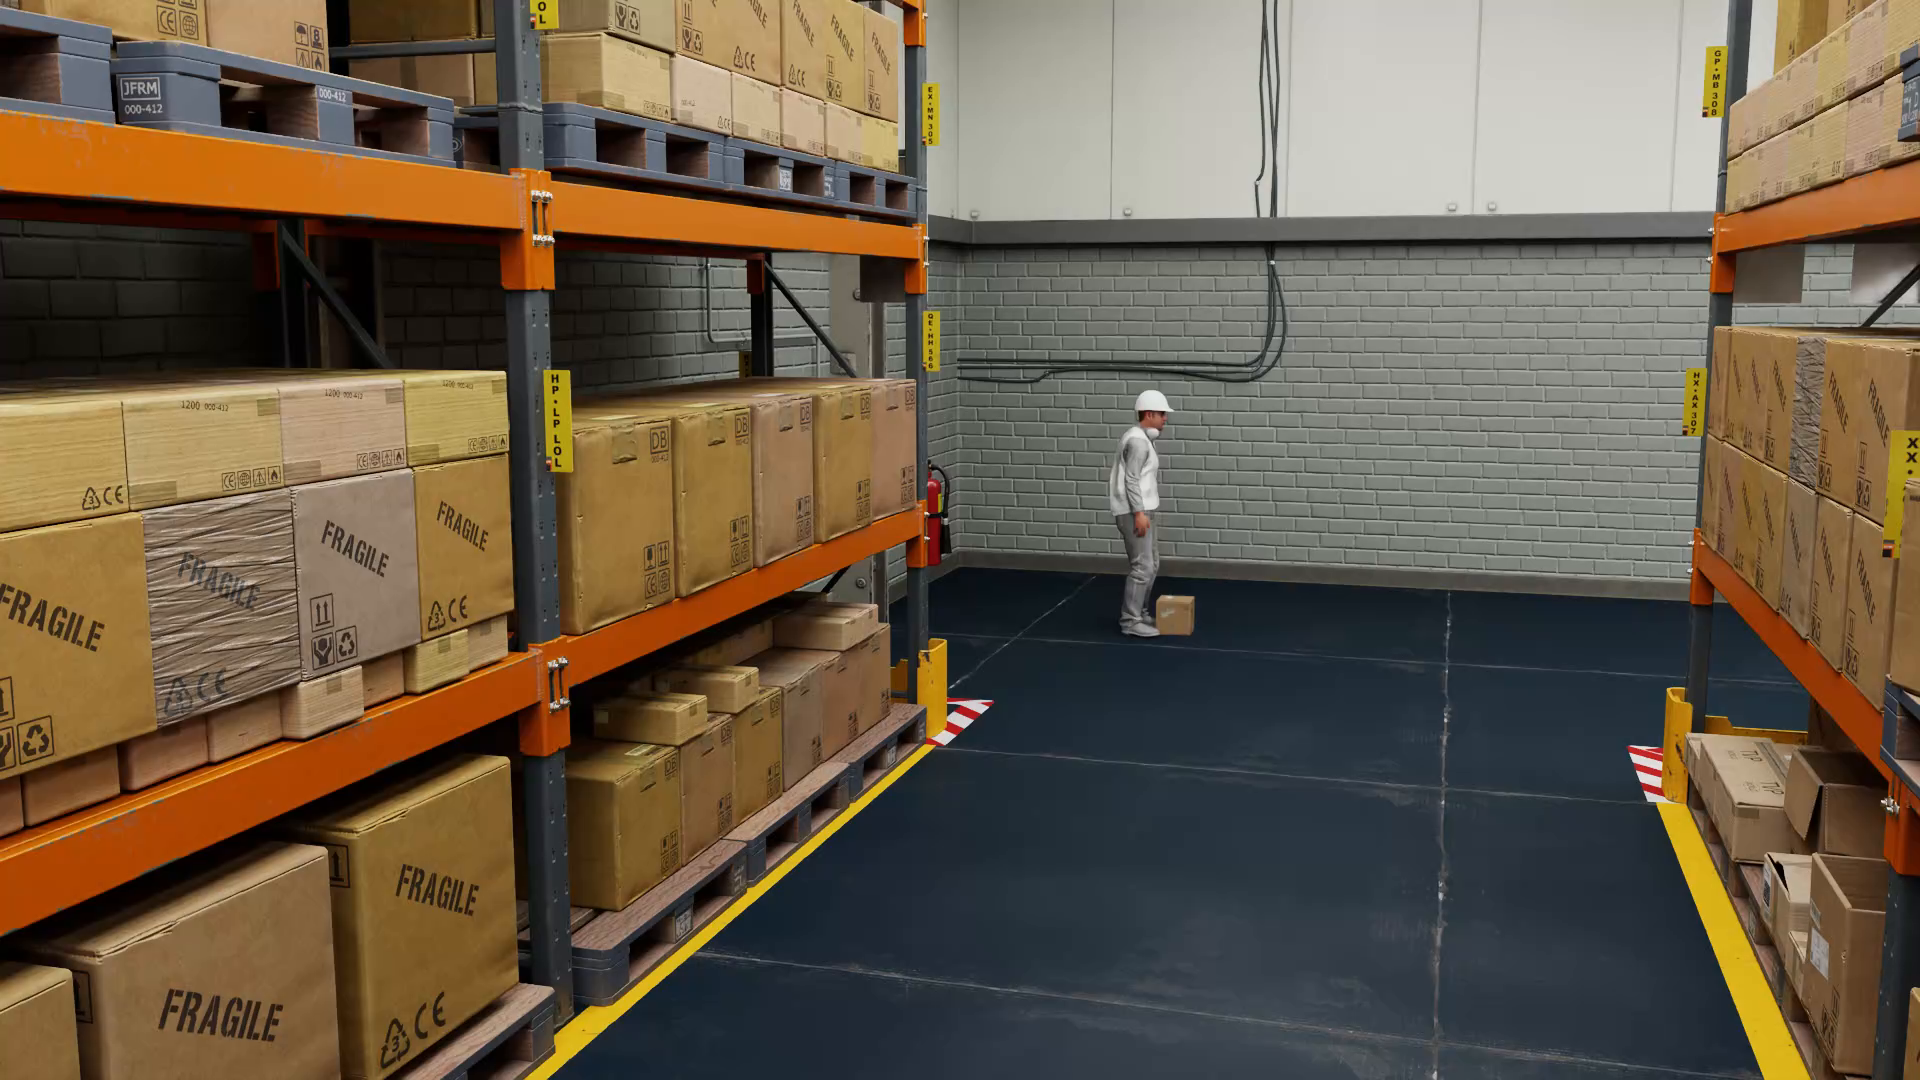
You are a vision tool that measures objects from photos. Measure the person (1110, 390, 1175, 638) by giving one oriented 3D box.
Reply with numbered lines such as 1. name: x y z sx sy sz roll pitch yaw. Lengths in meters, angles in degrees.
1. person: 1.327 -0.207 12.174 0.466 1.769 0.580 2 8 13
